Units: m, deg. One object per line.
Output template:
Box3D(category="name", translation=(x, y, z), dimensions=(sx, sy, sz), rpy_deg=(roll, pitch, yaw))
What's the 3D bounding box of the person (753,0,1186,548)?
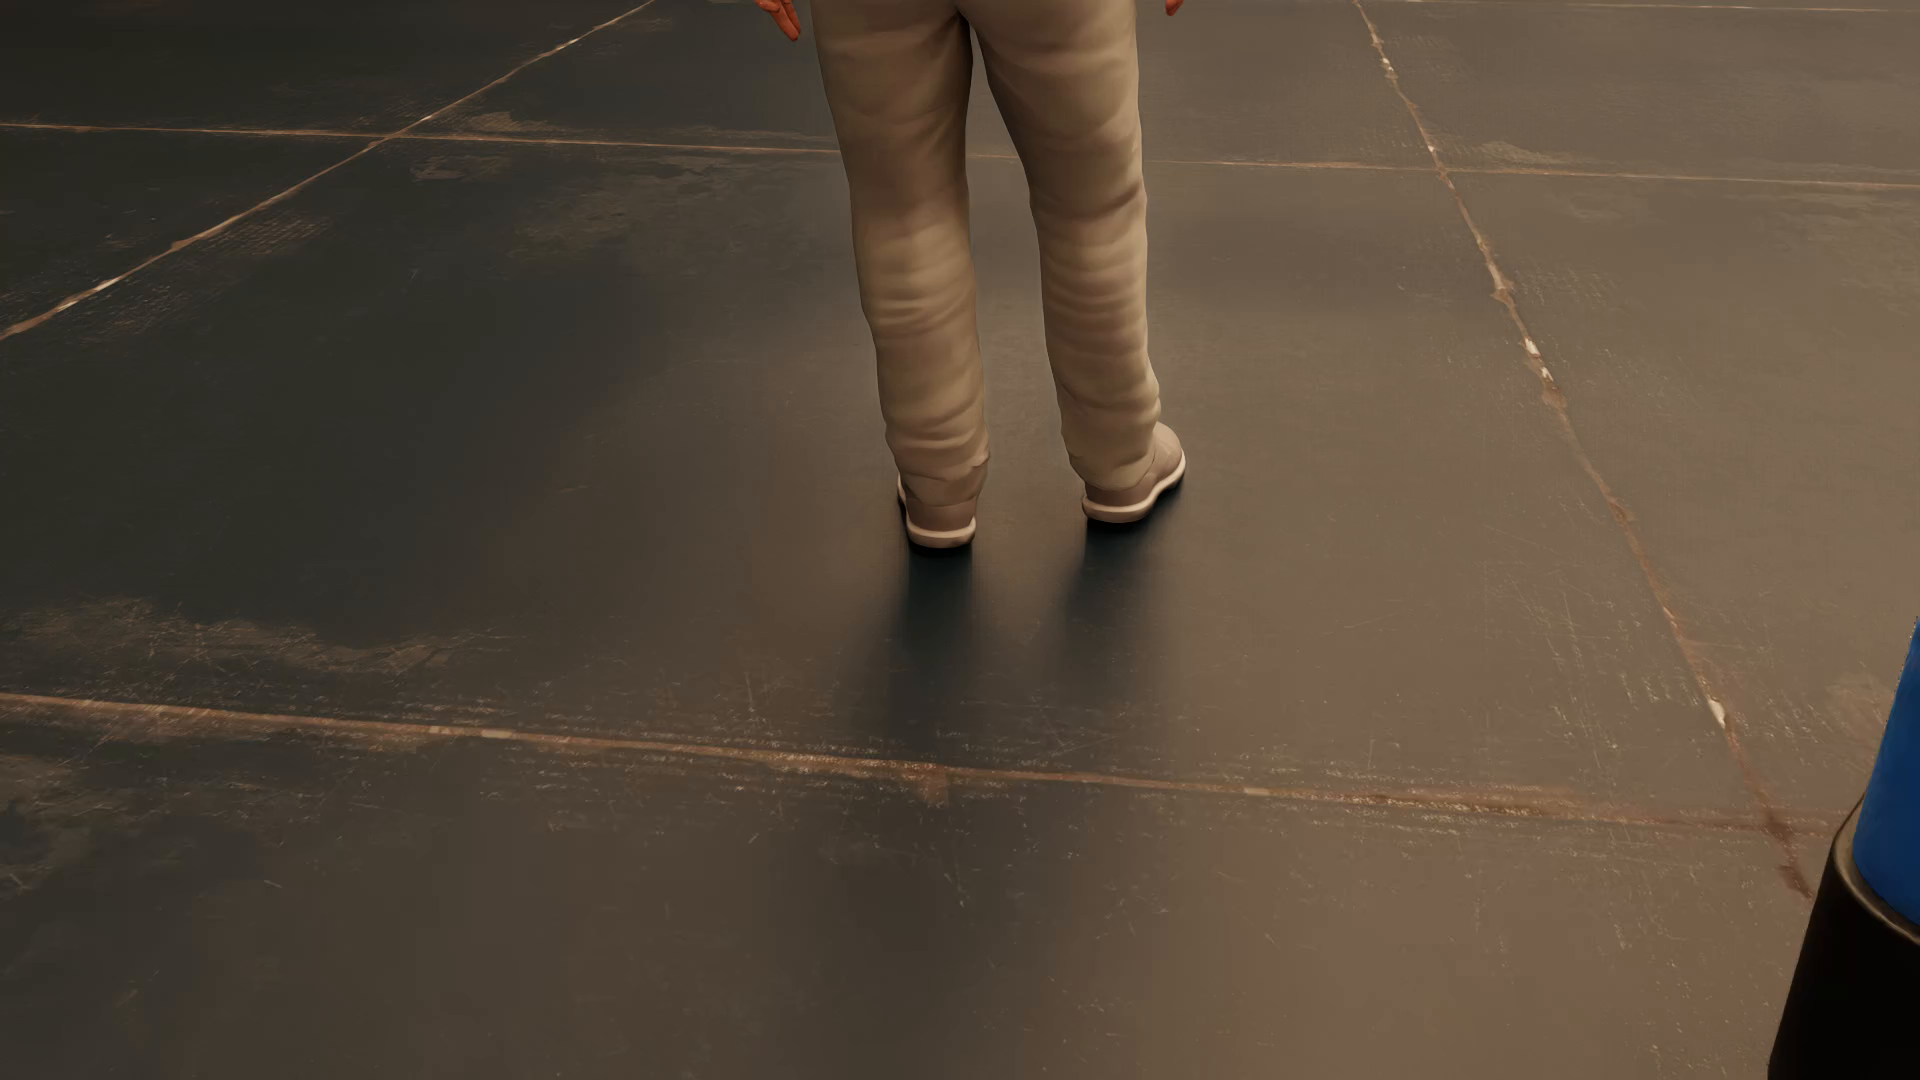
Box3D(category="person", translation=(0.021, -0.839, 2.167), dimensions=(0.641, 1.781, 0.574), rpy_deg=(3, 27, 7))
